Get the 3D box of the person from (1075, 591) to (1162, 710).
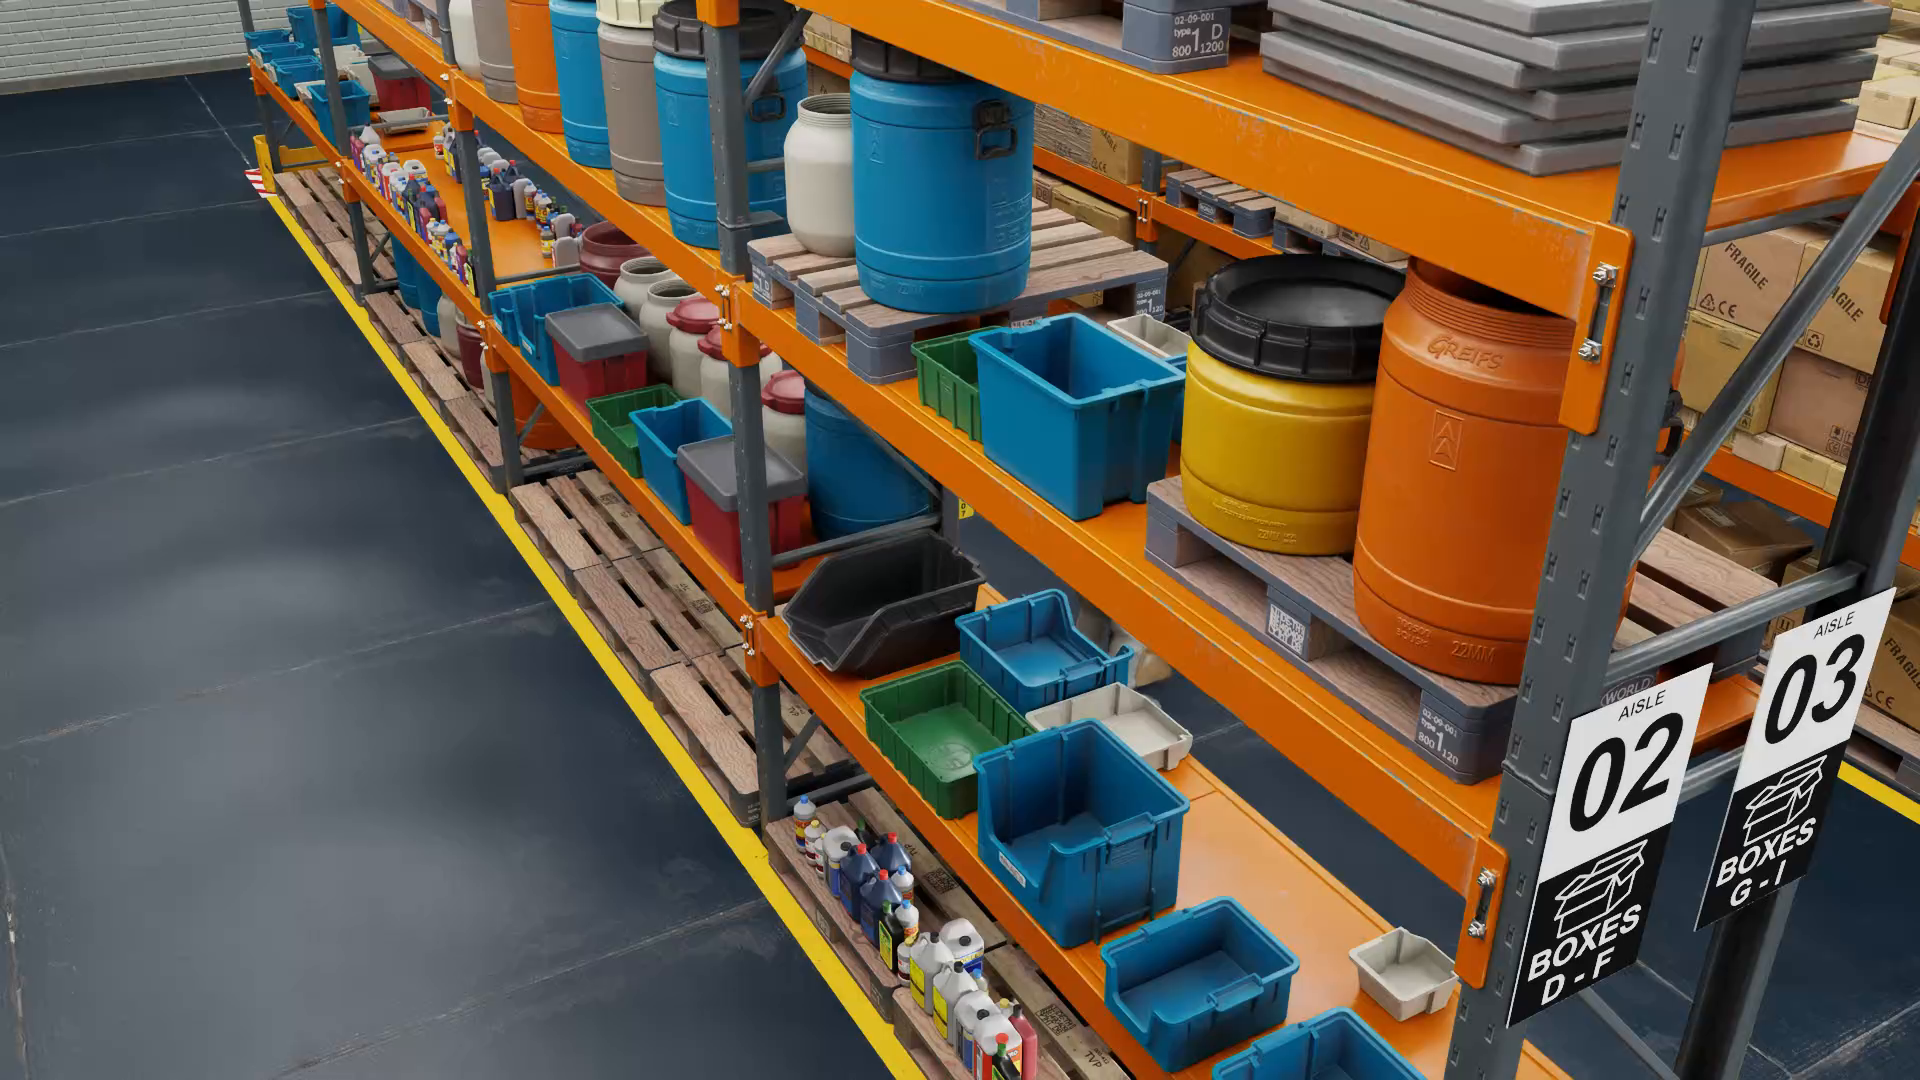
[{"bbox_3d":[0.748,0.083,8.406,0.435,1.748,0.590,-16,33,-27],"label":"person"}]
